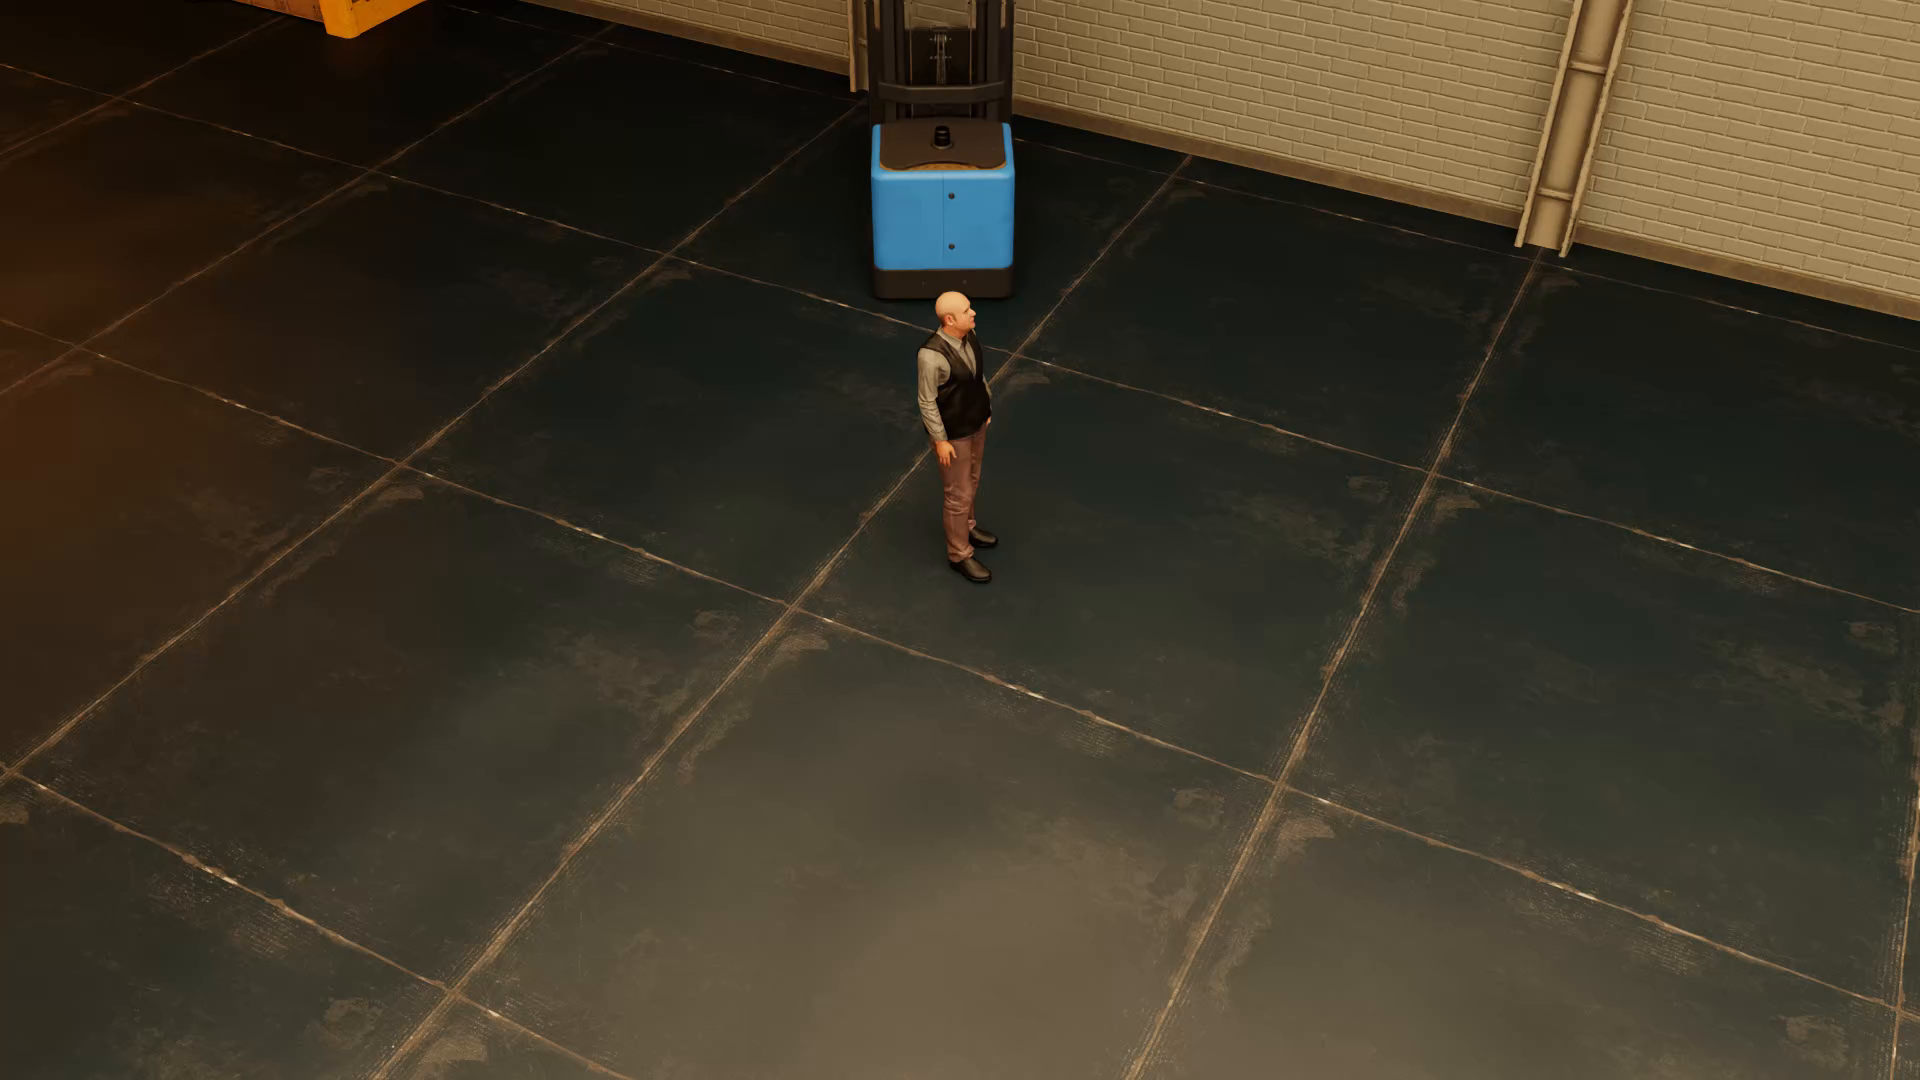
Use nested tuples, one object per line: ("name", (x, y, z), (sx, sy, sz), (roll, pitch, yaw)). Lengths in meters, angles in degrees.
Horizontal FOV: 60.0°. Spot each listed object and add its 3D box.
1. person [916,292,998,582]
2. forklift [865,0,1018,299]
("person", (0.053, -0.641, 9.676), (0.566, 1.722, 0.633), (18, 43, 21))
("forklift", (-0.153, -3.827, 12.531), (1.130, 2.935, 3.031), (-1, 40, -1))
